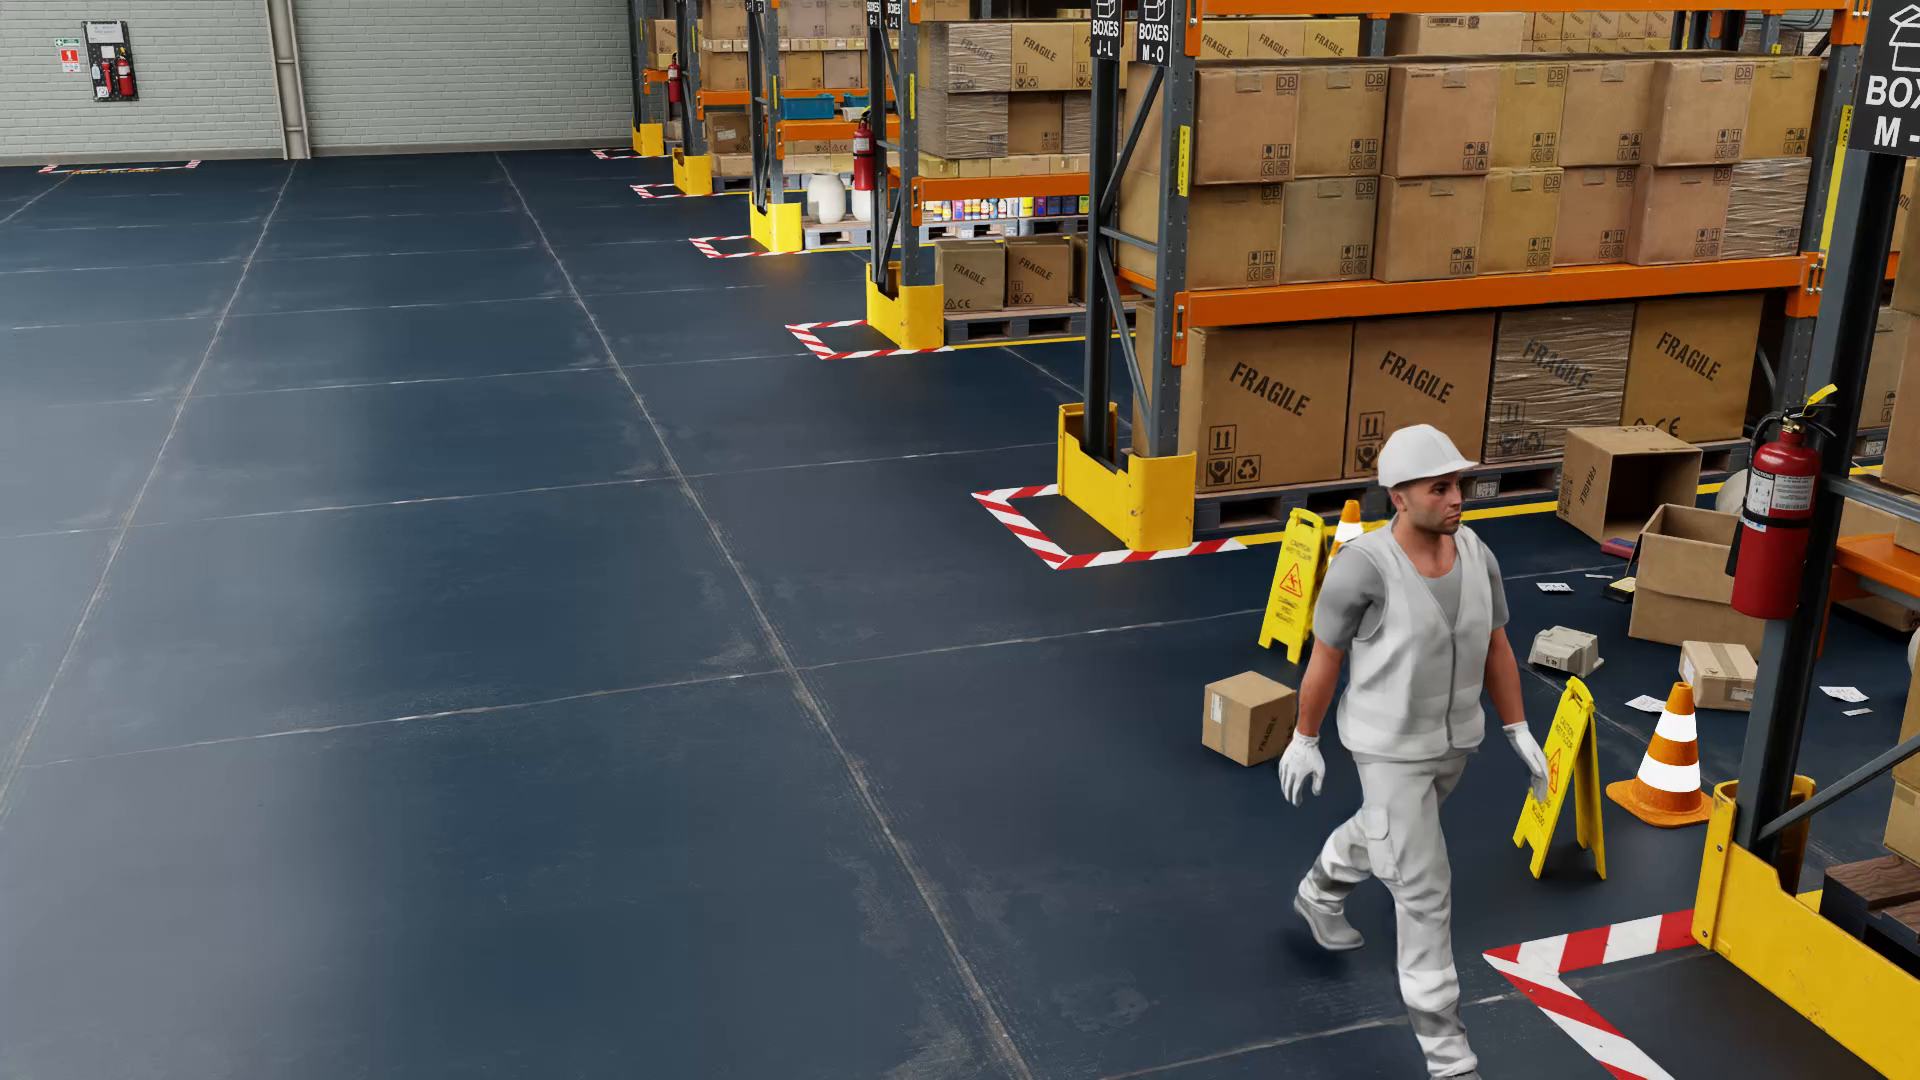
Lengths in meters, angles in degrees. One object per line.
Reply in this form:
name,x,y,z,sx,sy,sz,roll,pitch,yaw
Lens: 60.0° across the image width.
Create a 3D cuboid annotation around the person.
person,1.237,0.552,4.438,0.584,1.734,1.095,-10,21,-27
